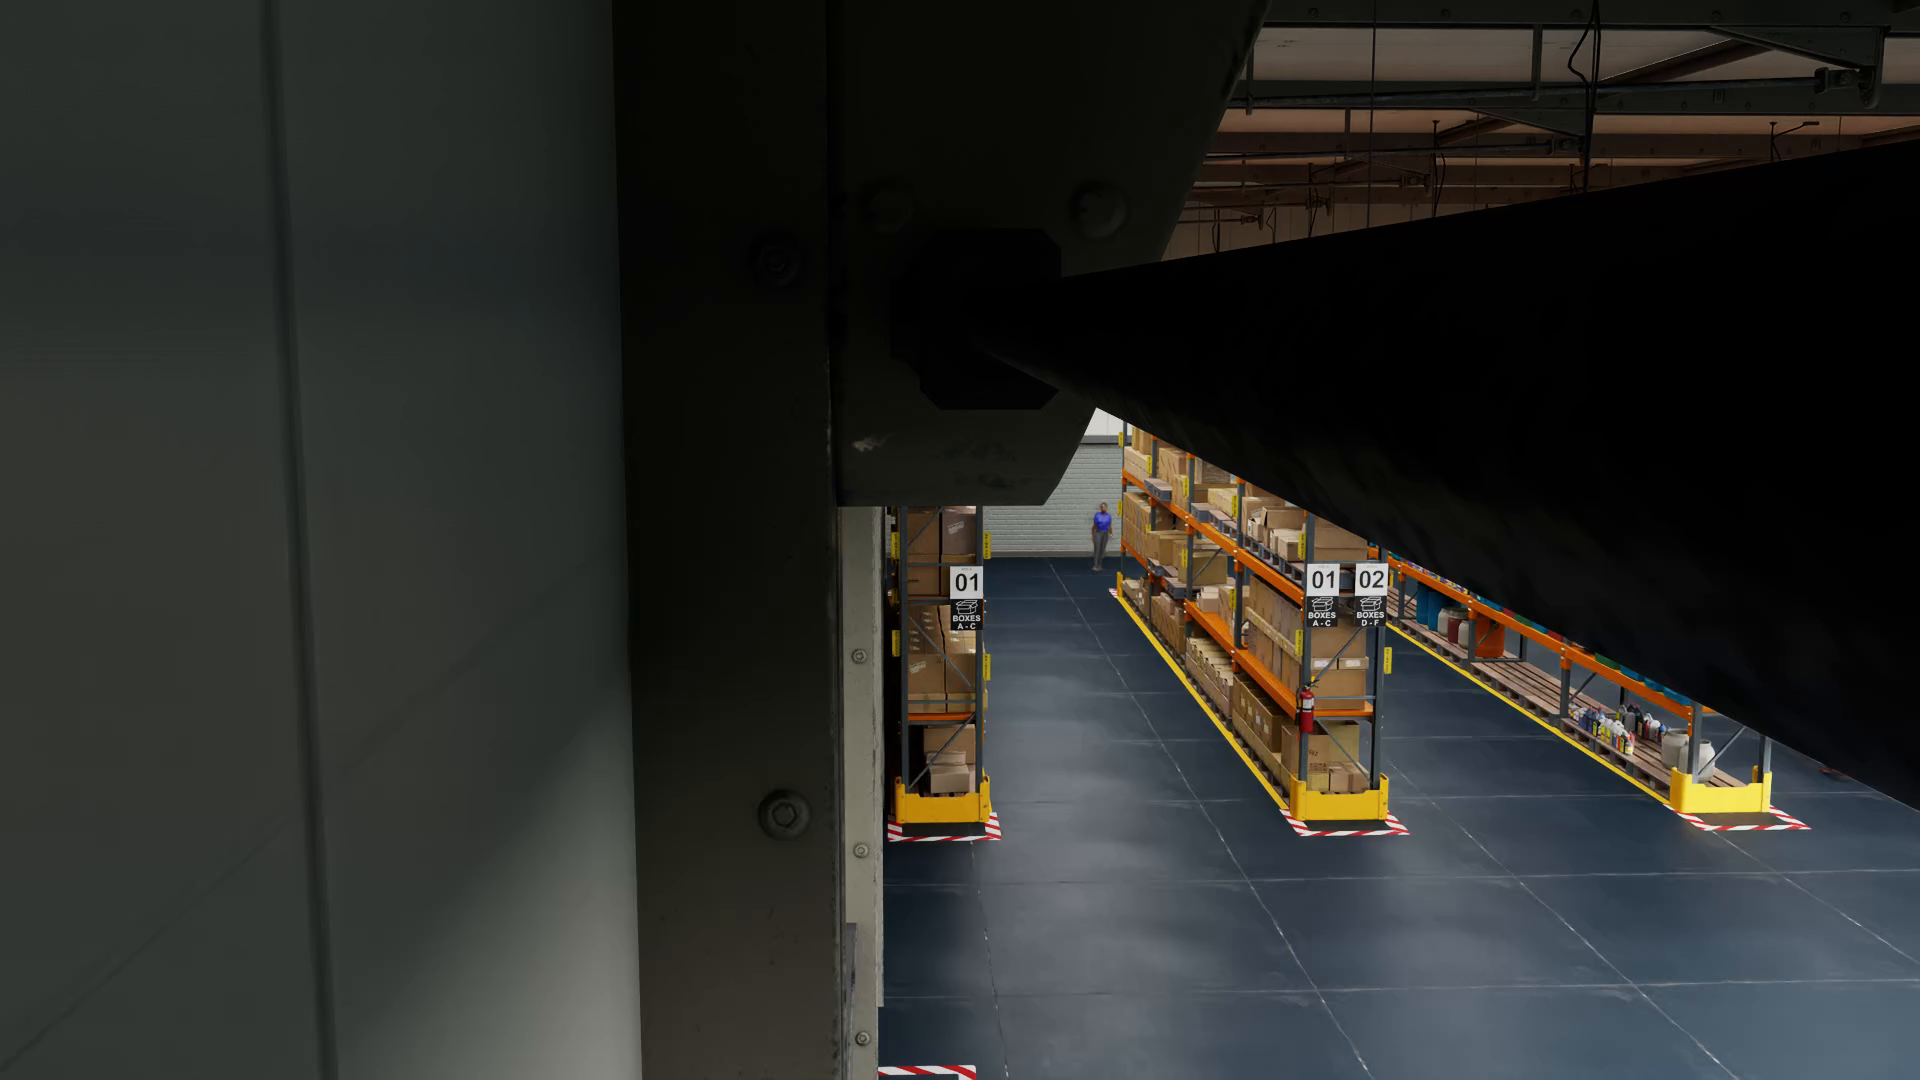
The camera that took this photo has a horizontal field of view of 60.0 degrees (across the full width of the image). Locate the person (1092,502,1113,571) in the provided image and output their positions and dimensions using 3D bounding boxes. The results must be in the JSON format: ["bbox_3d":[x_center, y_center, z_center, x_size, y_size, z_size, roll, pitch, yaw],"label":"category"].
[{"bbox_3d":[3.418,-0.082,40.012,0.499,1.669,0.393,-3,9,-22],"label":"person"}]

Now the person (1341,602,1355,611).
[{"bbox_3d":[7.587,0.926,32.278,0.591,1.760,0.954,2,8,13],"label":"person"}]

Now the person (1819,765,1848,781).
[{"bbox_3d":[11.865,2.375,22.510,0.517,1.660,0.490,-7,11,-42],"label":"person"}]
